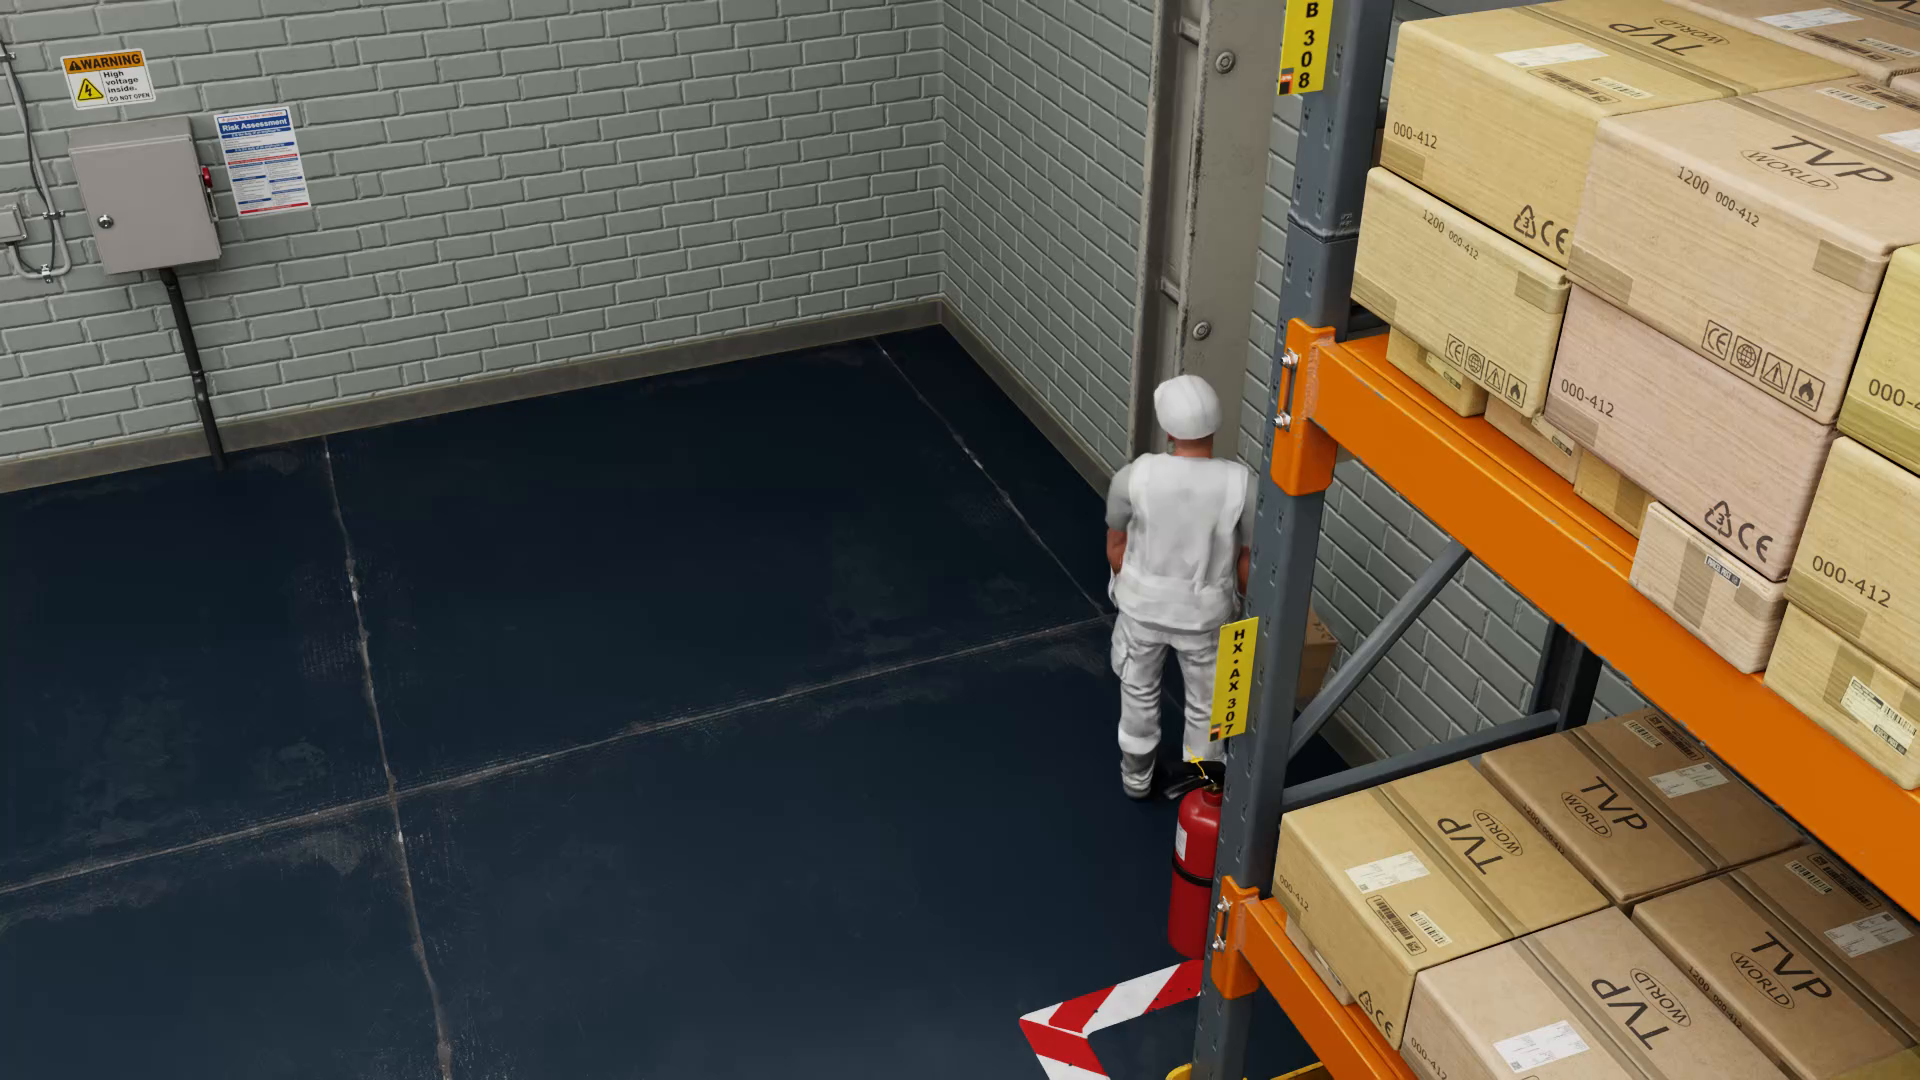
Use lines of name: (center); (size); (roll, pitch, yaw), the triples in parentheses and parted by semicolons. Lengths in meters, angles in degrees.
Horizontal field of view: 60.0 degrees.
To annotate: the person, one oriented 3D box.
person: (0.787, 0.224, 5.776); (0.565, 1.749, 0.470); (7, 34, 10)
